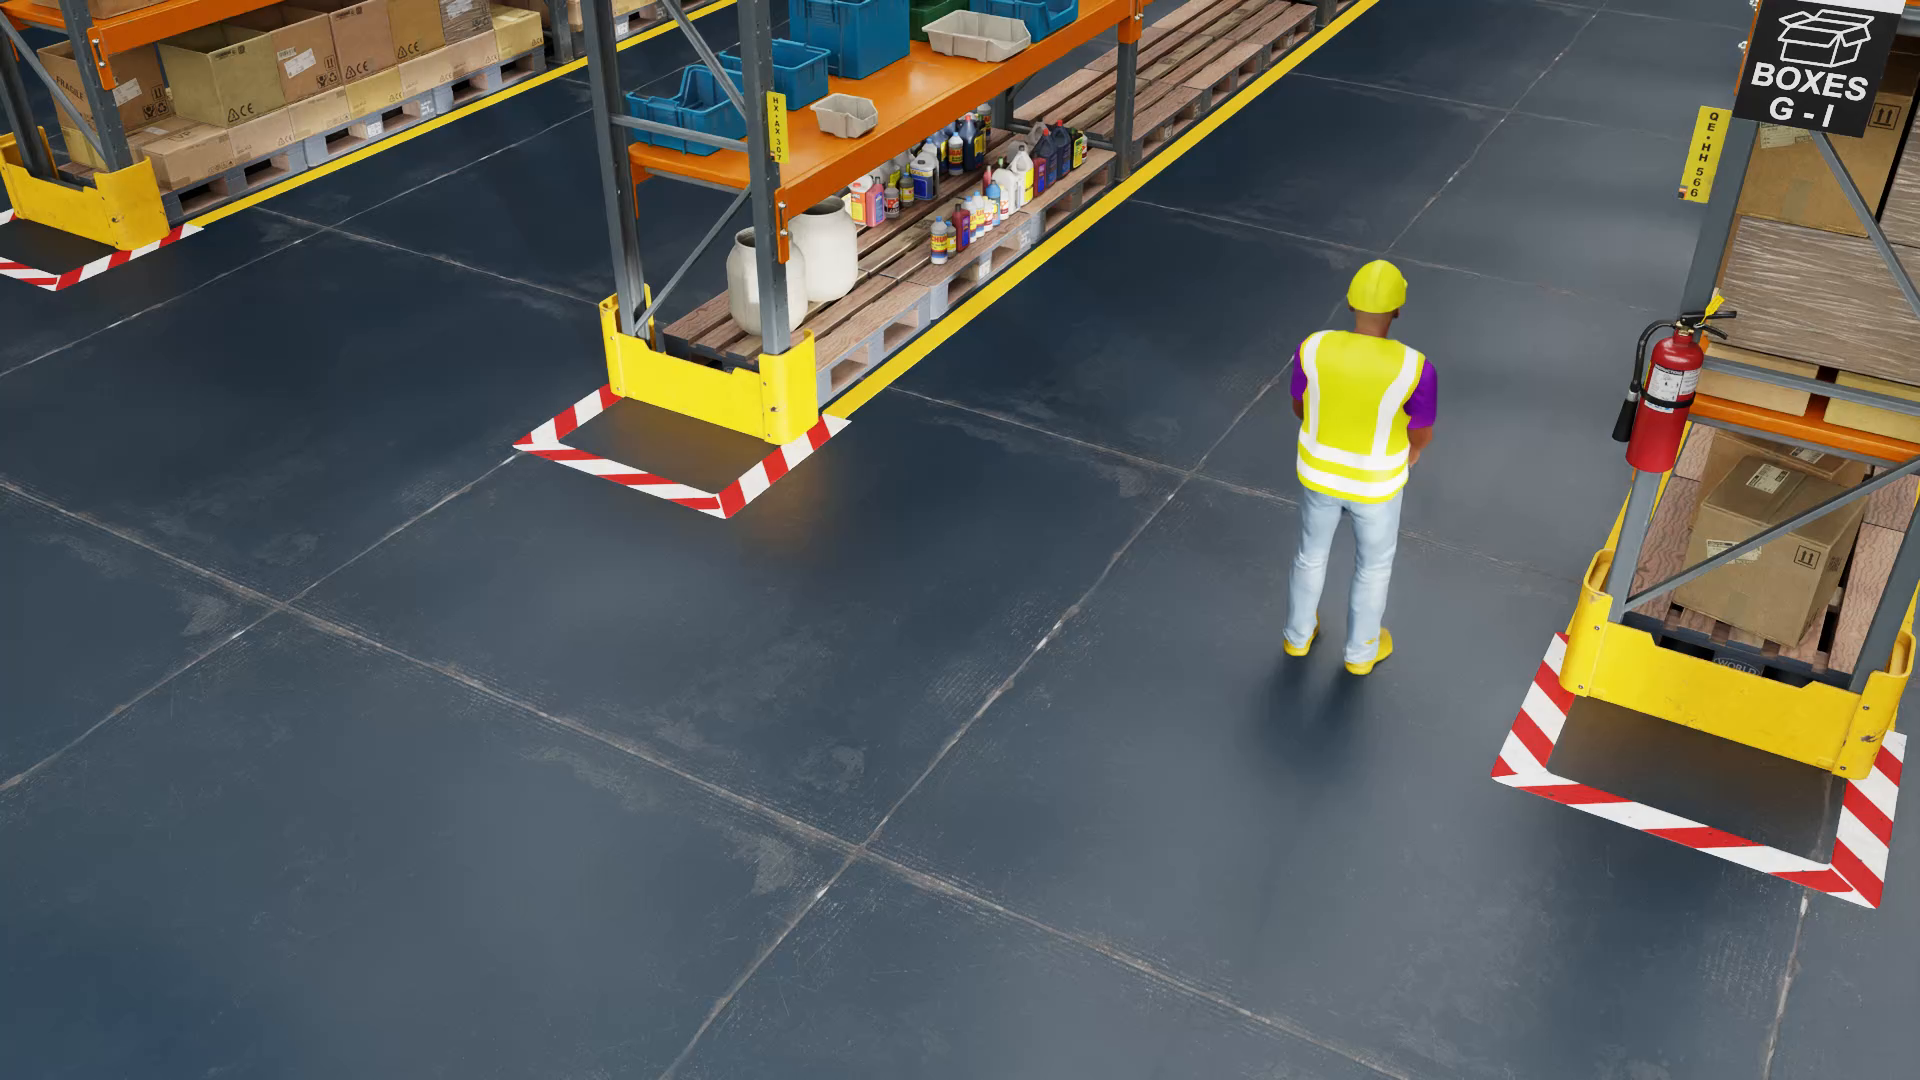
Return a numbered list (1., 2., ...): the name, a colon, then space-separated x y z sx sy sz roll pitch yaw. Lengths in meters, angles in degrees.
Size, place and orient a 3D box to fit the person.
1. person: 1.561 -0.292 6.554 0.562 1.768 0.509 17 38 24
